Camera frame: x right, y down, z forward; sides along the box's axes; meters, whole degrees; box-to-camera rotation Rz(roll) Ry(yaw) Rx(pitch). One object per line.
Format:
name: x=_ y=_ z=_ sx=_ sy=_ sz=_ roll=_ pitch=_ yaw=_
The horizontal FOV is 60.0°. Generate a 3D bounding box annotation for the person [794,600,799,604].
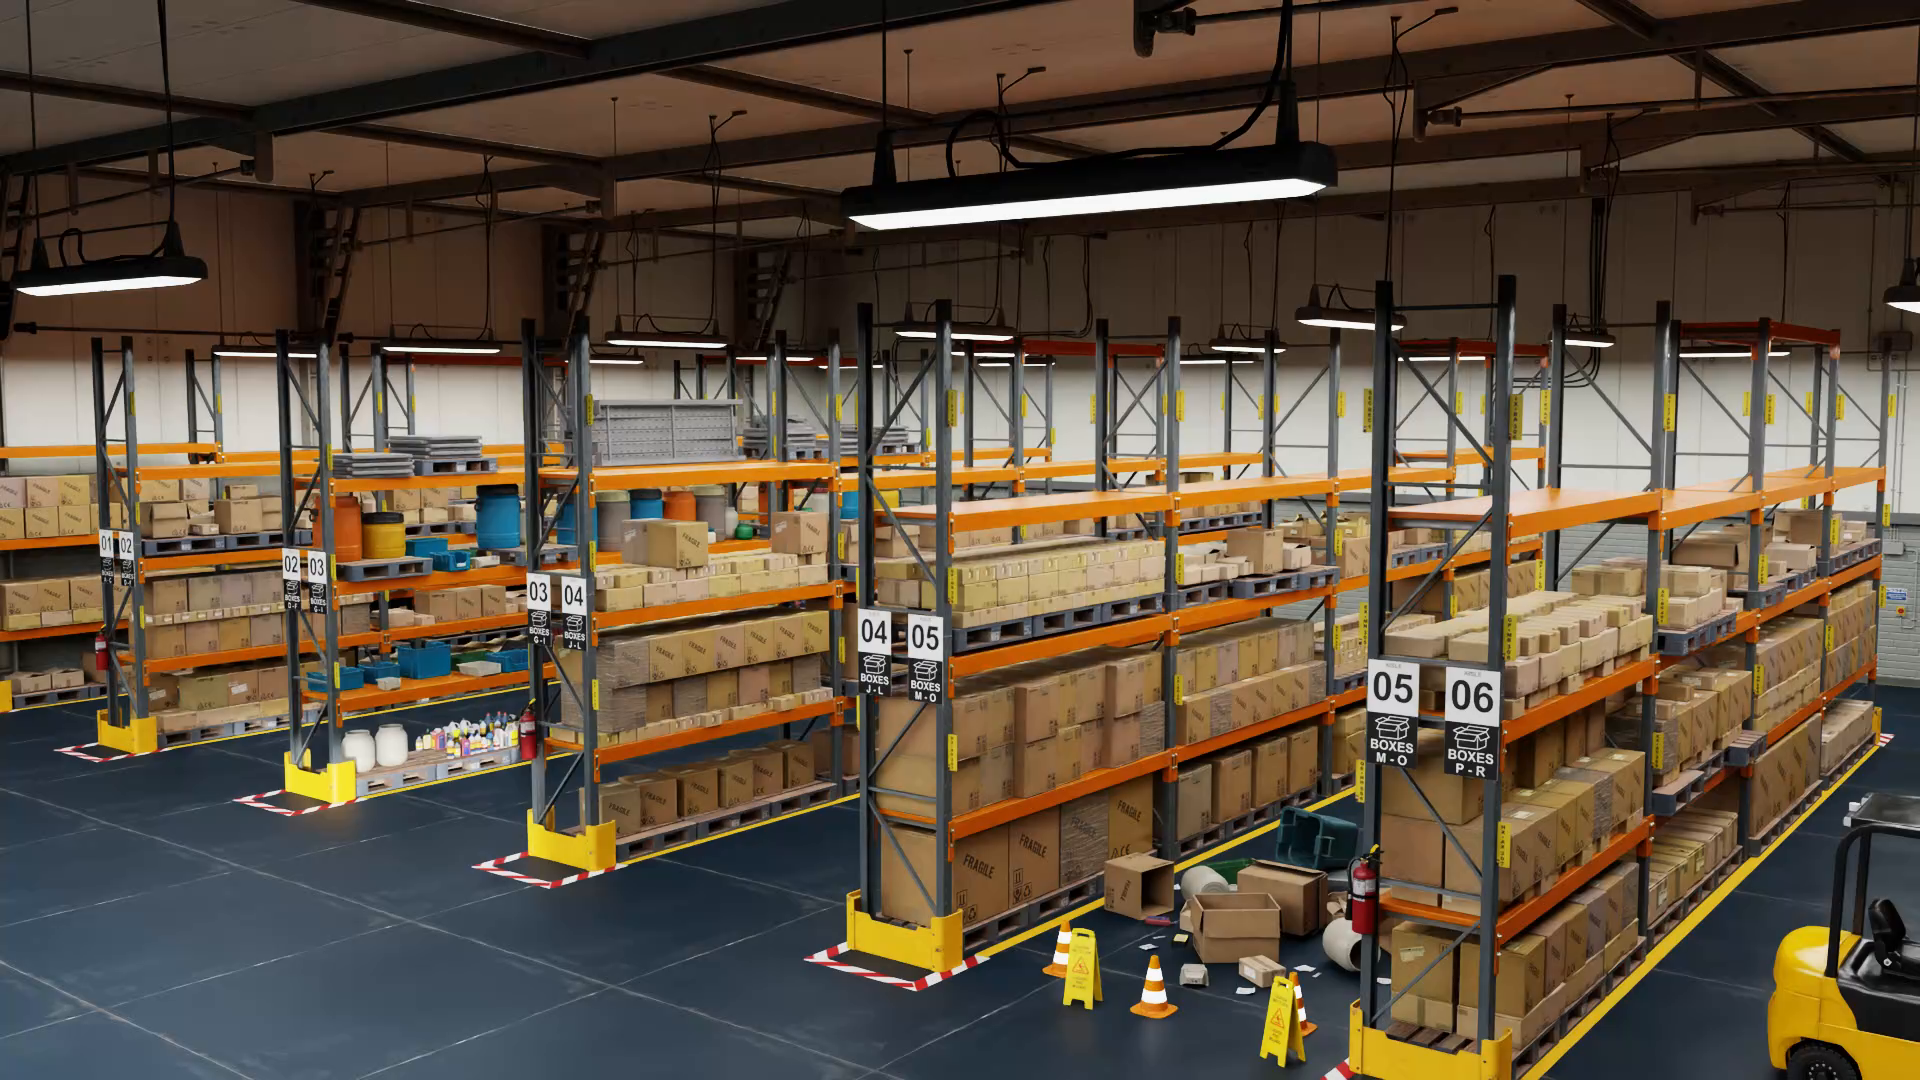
person: x=-4.060 y=0.824 z=40.664 sx=0.440 sy=1.607 sz=1.110 roll=-3 pitch=6 yaw=-35
